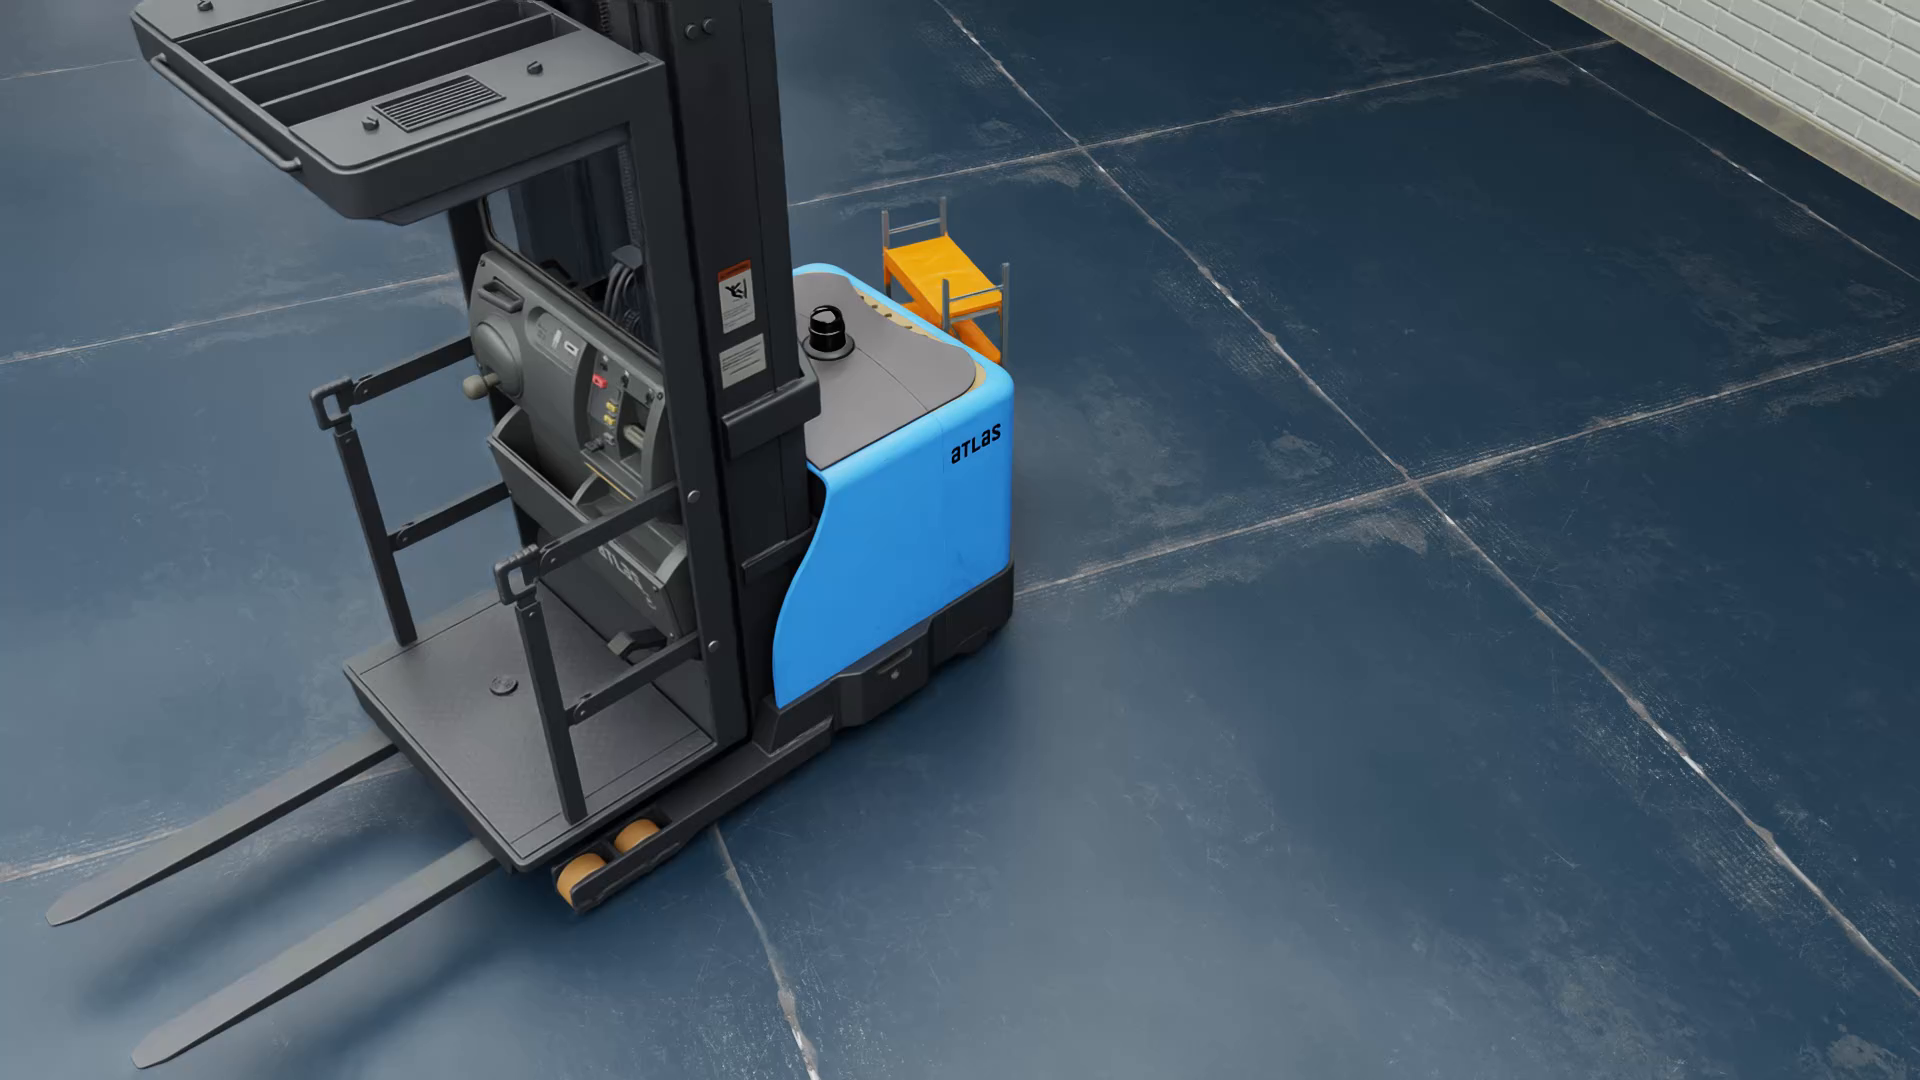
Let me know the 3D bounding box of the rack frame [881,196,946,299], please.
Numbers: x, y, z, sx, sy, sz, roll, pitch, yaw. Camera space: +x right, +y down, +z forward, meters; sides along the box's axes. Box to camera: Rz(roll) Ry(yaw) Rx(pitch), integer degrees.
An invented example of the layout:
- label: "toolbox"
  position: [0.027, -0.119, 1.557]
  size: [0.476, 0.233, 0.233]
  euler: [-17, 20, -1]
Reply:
- label: "rack frame"
  position: [-0.159, -0.706, 6.151]
  size: [0.240, 1.200, 0.015]
  euler: [-17, 44, -19]

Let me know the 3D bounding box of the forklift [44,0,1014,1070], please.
- label: "forklift"
  position: [-1.240, -0.396, 4.463]
  size: [3.031, 2.935, 1.130]
  euler: [-31, 49, -31]

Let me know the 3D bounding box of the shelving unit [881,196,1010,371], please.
- label: "shelving unit"
  position: [-0.054, -0.563, 5.984]
  size: [0.258, 1.200, 0.503]
  euler: [-17, 44, -19]

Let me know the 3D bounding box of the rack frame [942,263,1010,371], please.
- label: "rack frame"
  position: [0.052, -0.419, 5.818]
  size: [0.240, 1.200, 0.015]
  euler: [-17, 44, -19]

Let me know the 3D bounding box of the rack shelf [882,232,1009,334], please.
- label: "rack shelf"
  position: [-0.054, -0.861, 5.728]
  size: [0.258, 0.148, 0.480]
  euler: [-17, 44, -19]

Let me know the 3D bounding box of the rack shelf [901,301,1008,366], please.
- label: "rack shelf"
  position: [-0.054, -0.682, 5.882]
  size: [0.258, 0.148, 0.480]
  euler: [-17, 44, -19]
